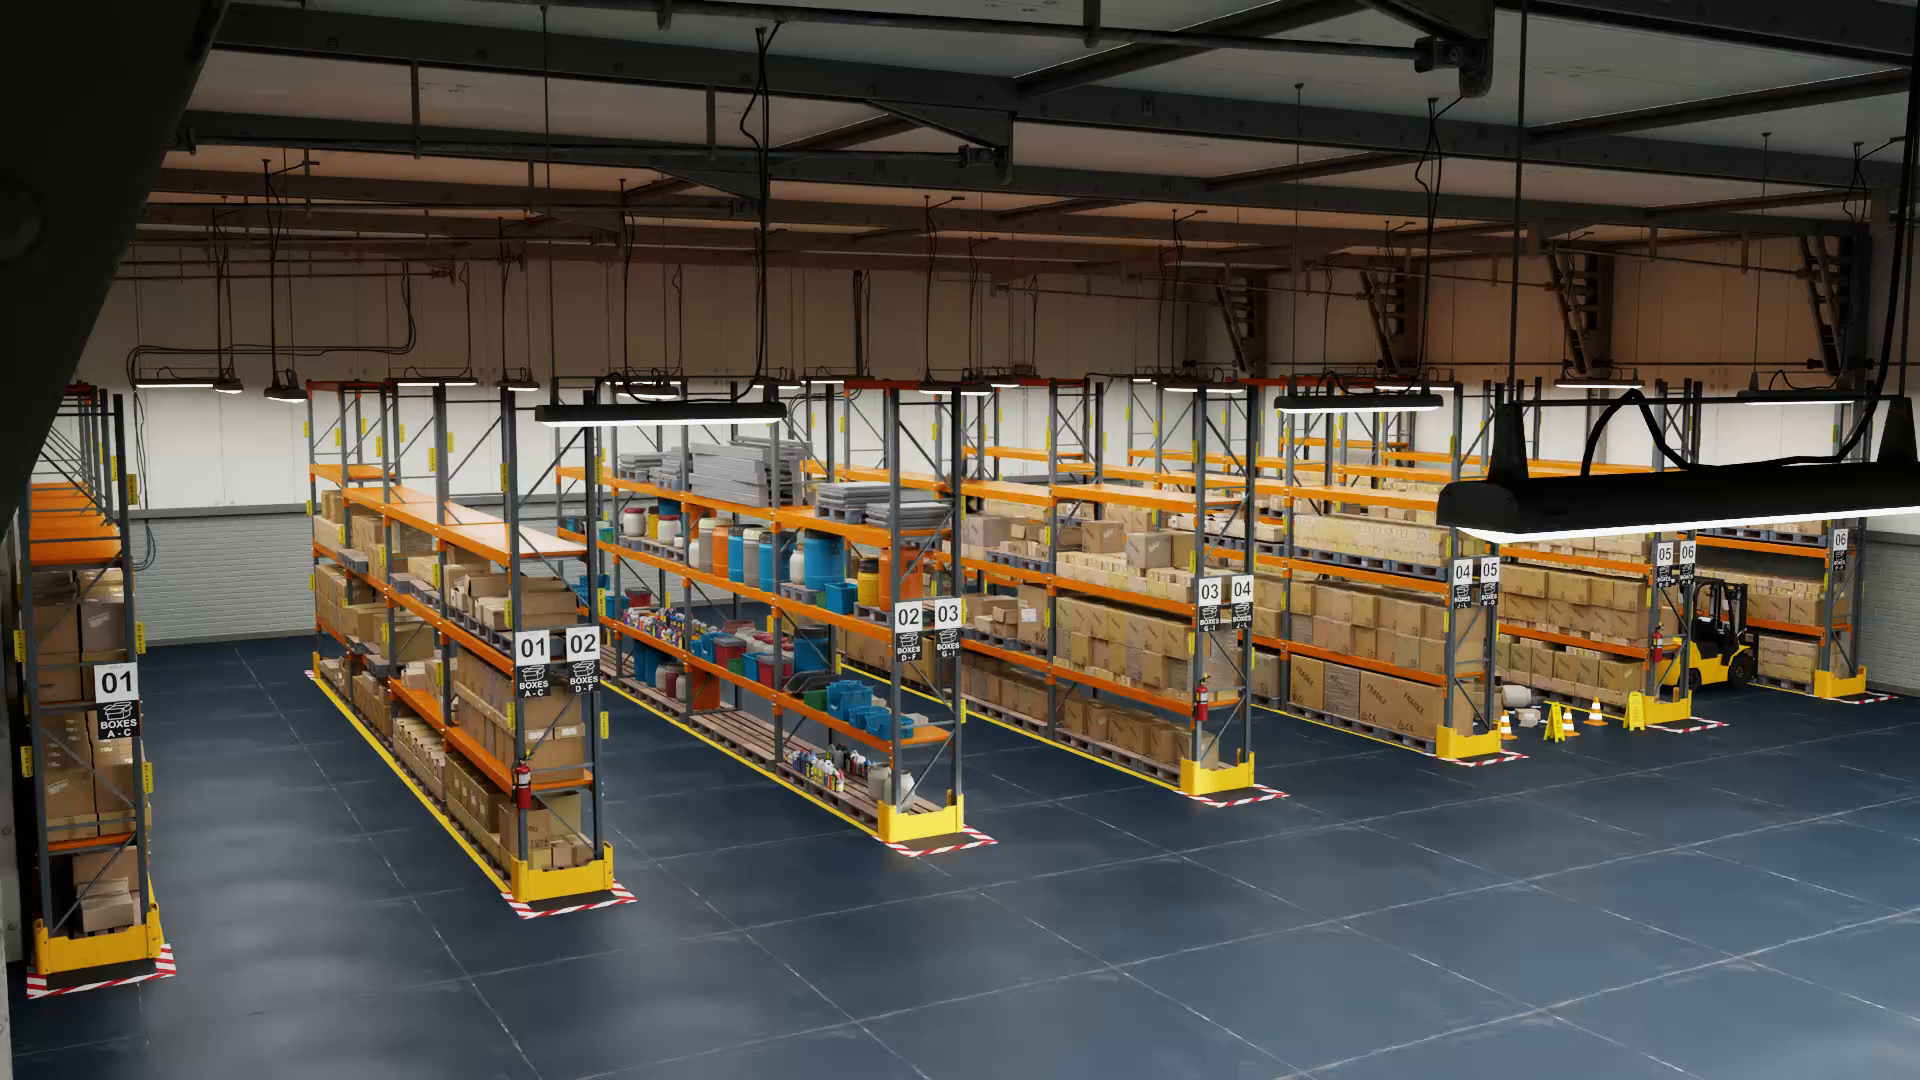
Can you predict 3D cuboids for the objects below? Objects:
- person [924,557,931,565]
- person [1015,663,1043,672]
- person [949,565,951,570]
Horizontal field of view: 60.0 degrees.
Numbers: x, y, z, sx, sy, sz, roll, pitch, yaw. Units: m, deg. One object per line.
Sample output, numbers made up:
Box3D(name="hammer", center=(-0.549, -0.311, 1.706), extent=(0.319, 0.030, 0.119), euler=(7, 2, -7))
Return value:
Box3D(name="person", center=(-0.967, 1.157, 41.377), extent=(0.648, 1.602, 0.660), euler=(-4, 7, -35))
Box3D(name="person", center=(1.355, 1.721, 32.712), extent=(0.604, 1.702, 0.831), euler=(-4, 7, -34))
Box3D(name="person", center=(-0.167, 1.397, 38.373), extent=(0.581, 1.651, 0.965), euler=(-3, 7, -23))
